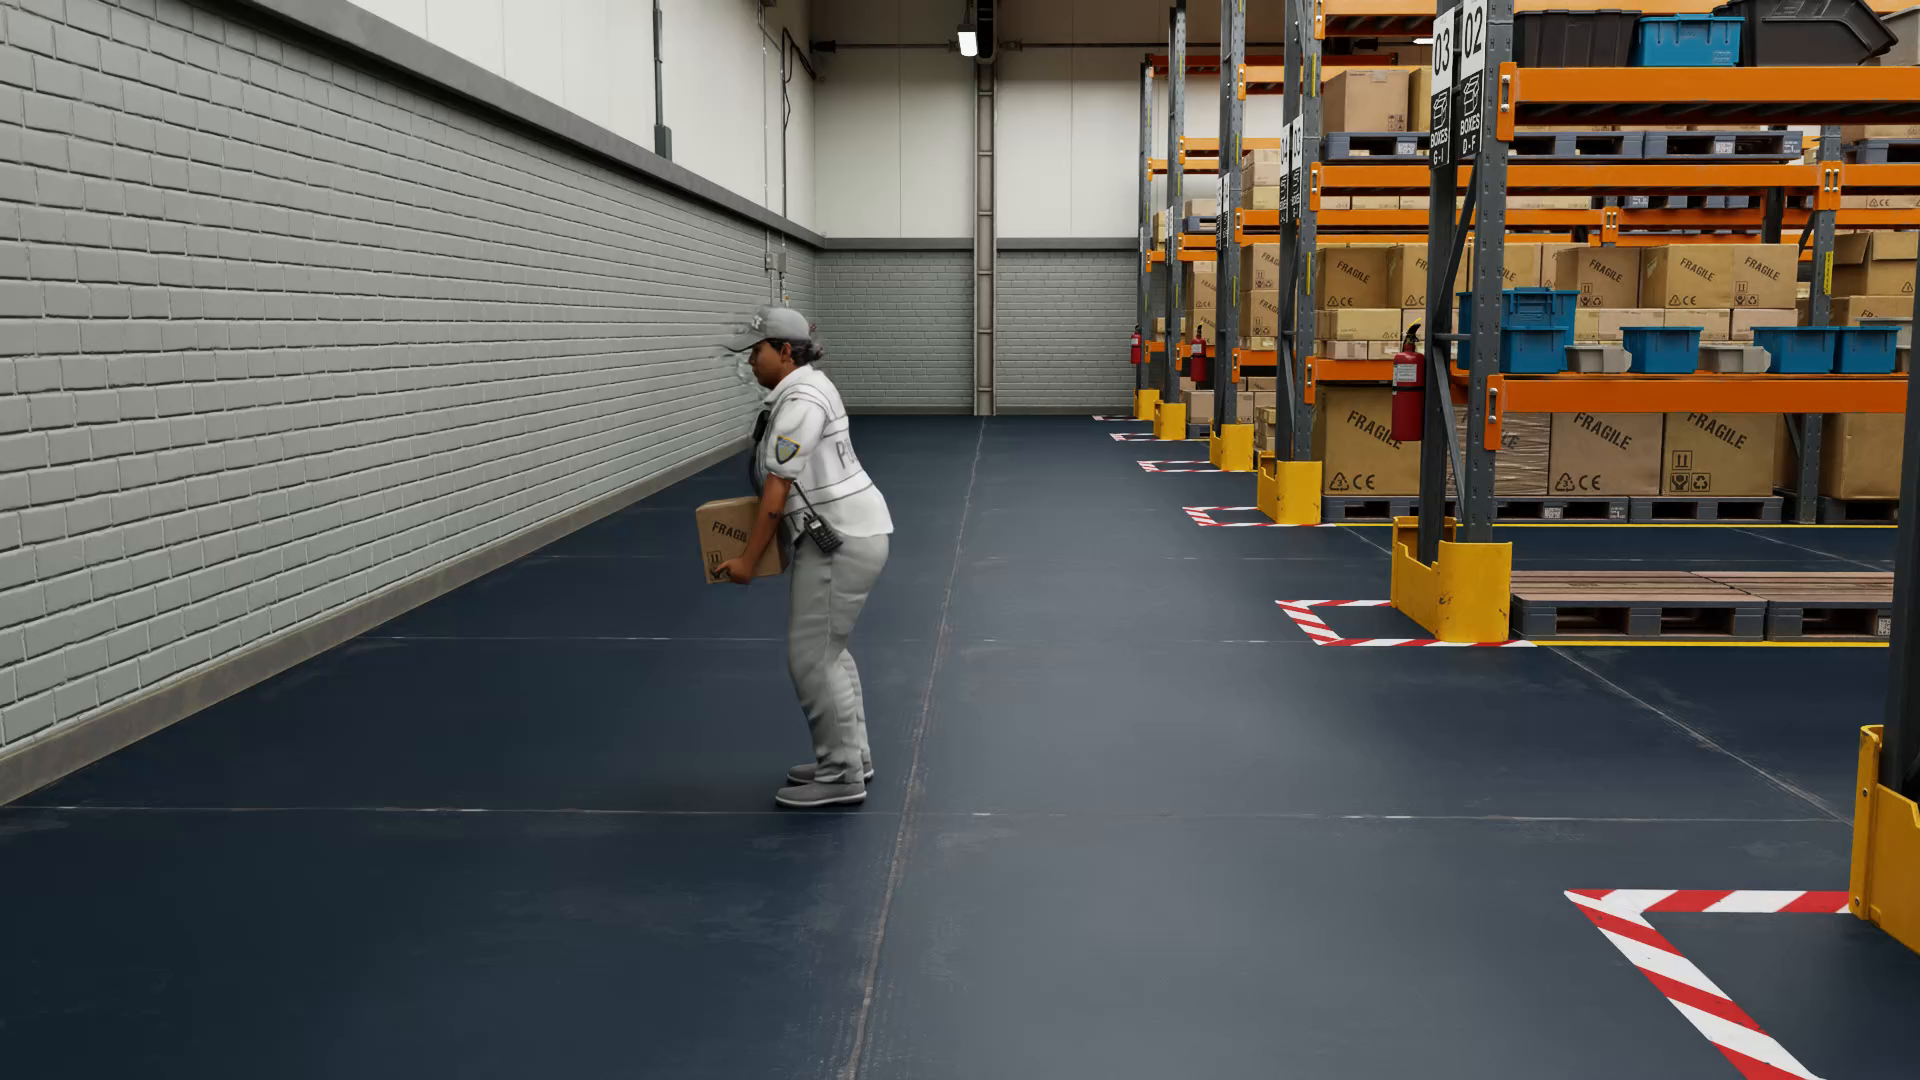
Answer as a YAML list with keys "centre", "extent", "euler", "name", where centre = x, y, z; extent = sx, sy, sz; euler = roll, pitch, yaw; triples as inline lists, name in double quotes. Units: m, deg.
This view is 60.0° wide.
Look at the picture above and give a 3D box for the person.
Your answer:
- centre: [-0.510, 0.048, 5.535]
  extent: [0.581, 1.639, 0.452]
  euler: [0, 7, 0]
  name: "person"
